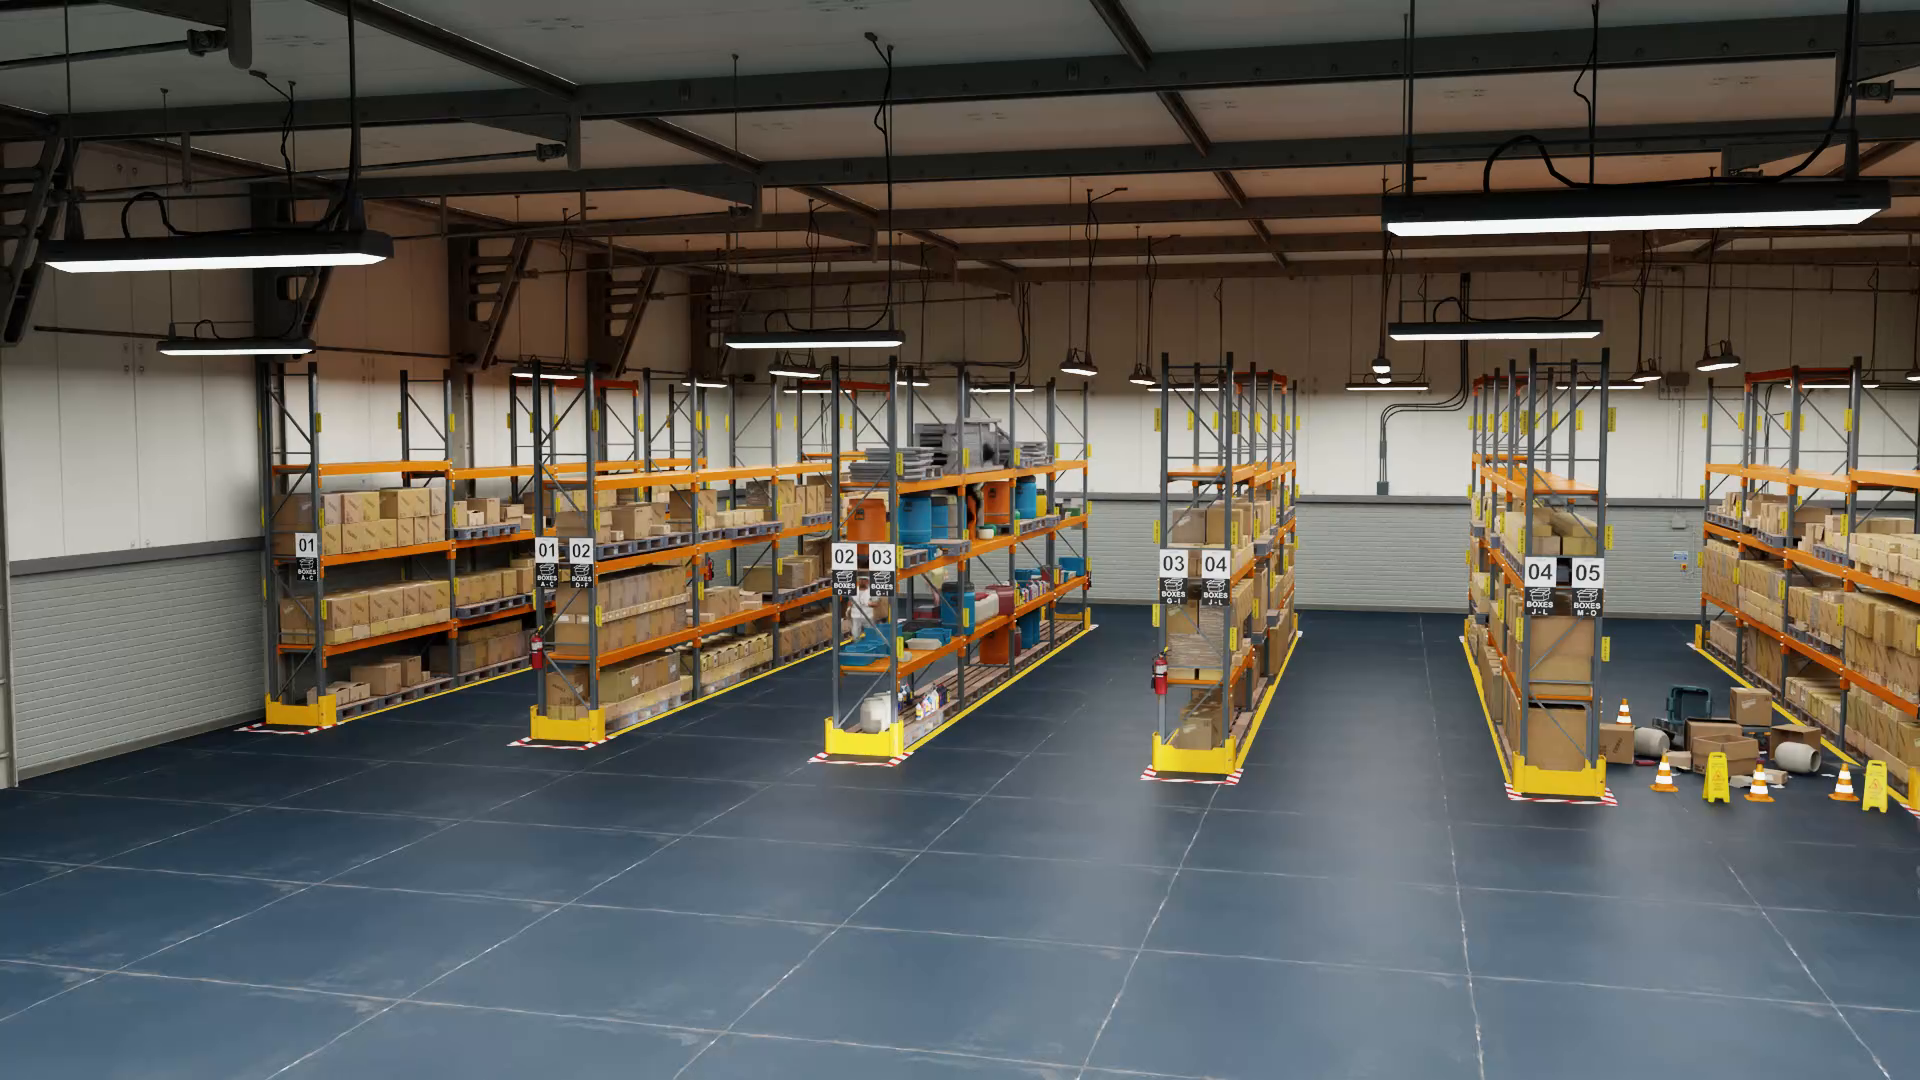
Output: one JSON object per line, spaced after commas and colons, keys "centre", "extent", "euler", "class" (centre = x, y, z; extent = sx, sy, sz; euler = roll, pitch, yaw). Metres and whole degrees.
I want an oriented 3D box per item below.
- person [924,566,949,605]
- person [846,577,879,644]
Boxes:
{"centre": [-0.557, 1.217, 41.829], "extent": [0.587, 1.678, 0.908], "euler": [-2, 4, -24], "class": "person"}
{"centre": [-1.892, 1.564, 32.135], "extent": [0.670, 1.882, 0.763], "euler": [1, 4, 9], "class": "person"}
